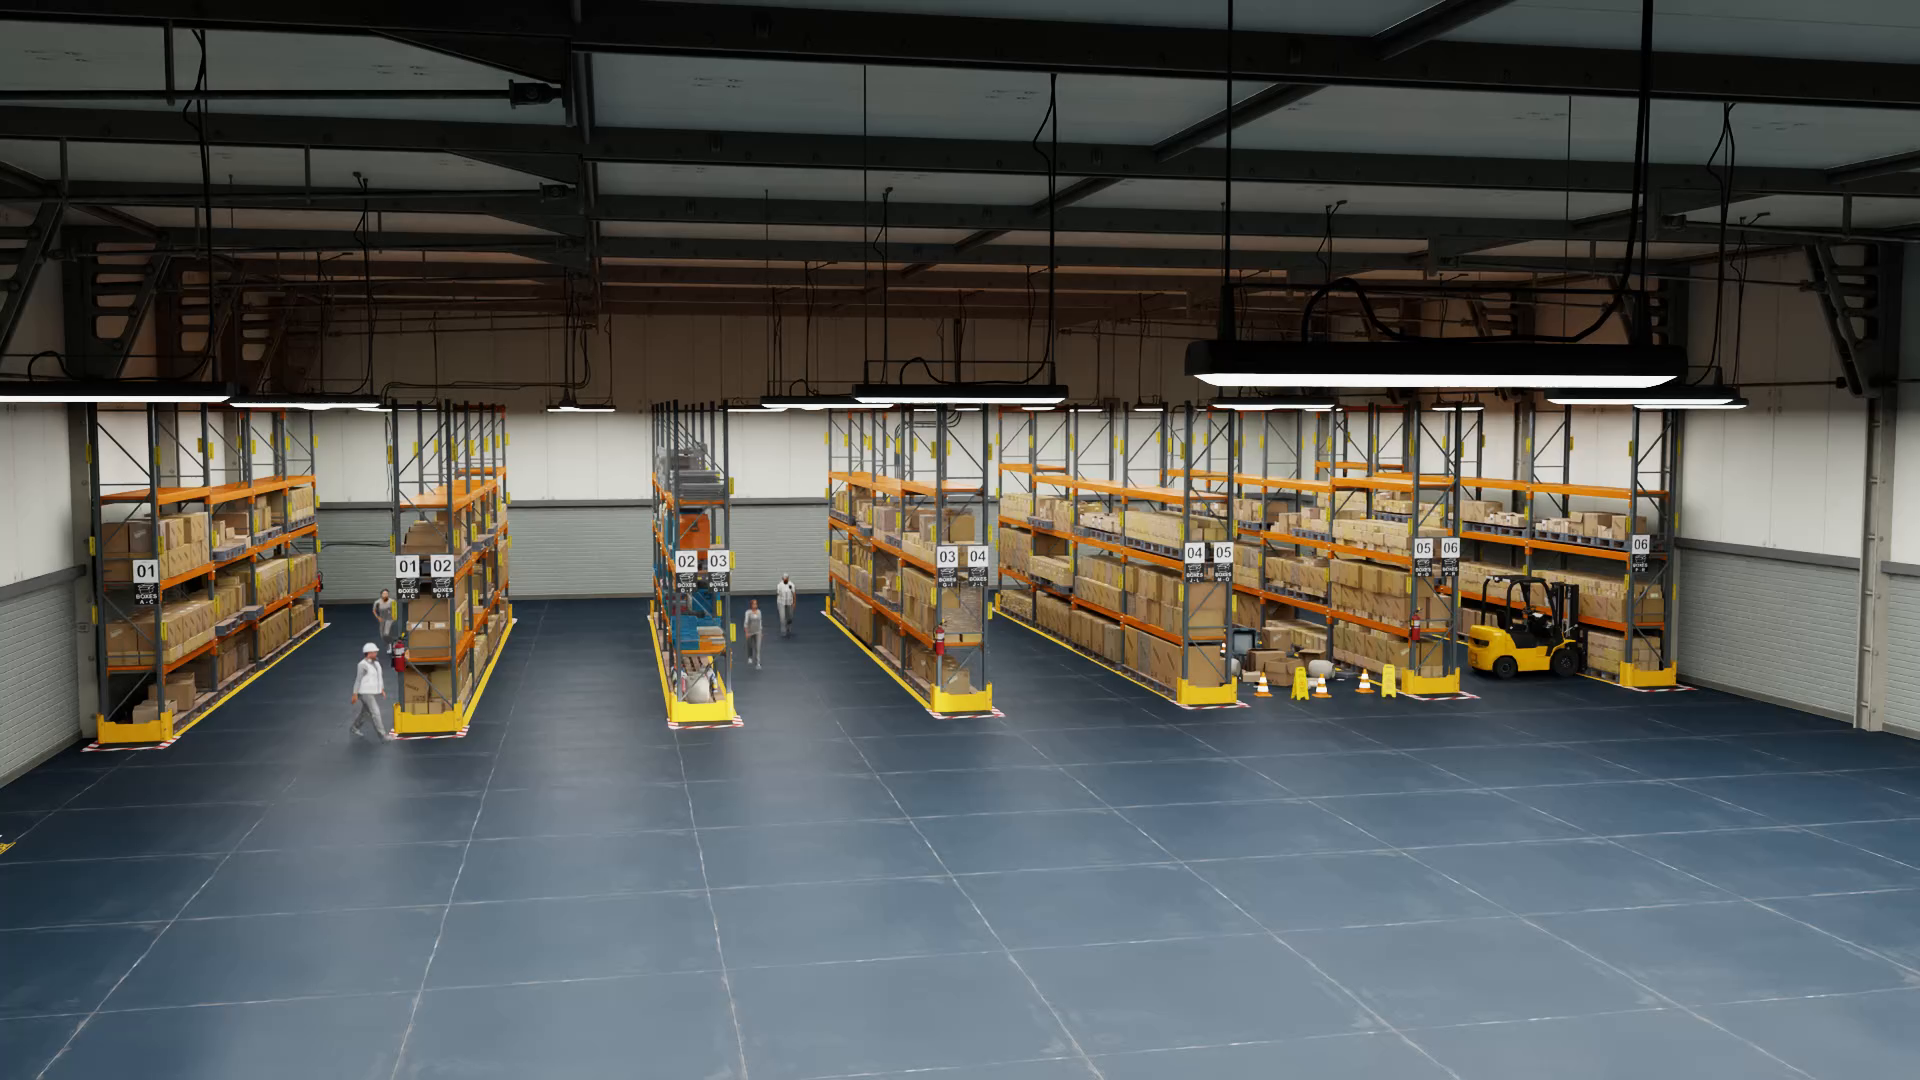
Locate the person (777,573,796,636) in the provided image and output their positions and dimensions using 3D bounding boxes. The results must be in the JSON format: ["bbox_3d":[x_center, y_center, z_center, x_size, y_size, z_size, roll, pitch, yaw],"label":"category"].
[{"bbox_3d":[-4.517,1.647,43.171,0.488,1.617,0.857,-1,4,-14],"label":"person"}]

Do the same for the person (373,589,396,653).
[{"bbox_3d":[-13.724,1.940,39.786,0.528,1.579,0.690,0,4,0],"label":"person"}]

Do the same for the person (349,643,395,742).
[{"bbox_3d":[-10.322,2.659,29.176,1.094,1.710,0.616,1,4,16],"label":"person"}]

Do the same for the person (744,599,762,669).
[{"bbox_3d":[-4.682,2.107,37.606,0.428,1.535,0.994,-1,4,-14],"label":"person"}]
